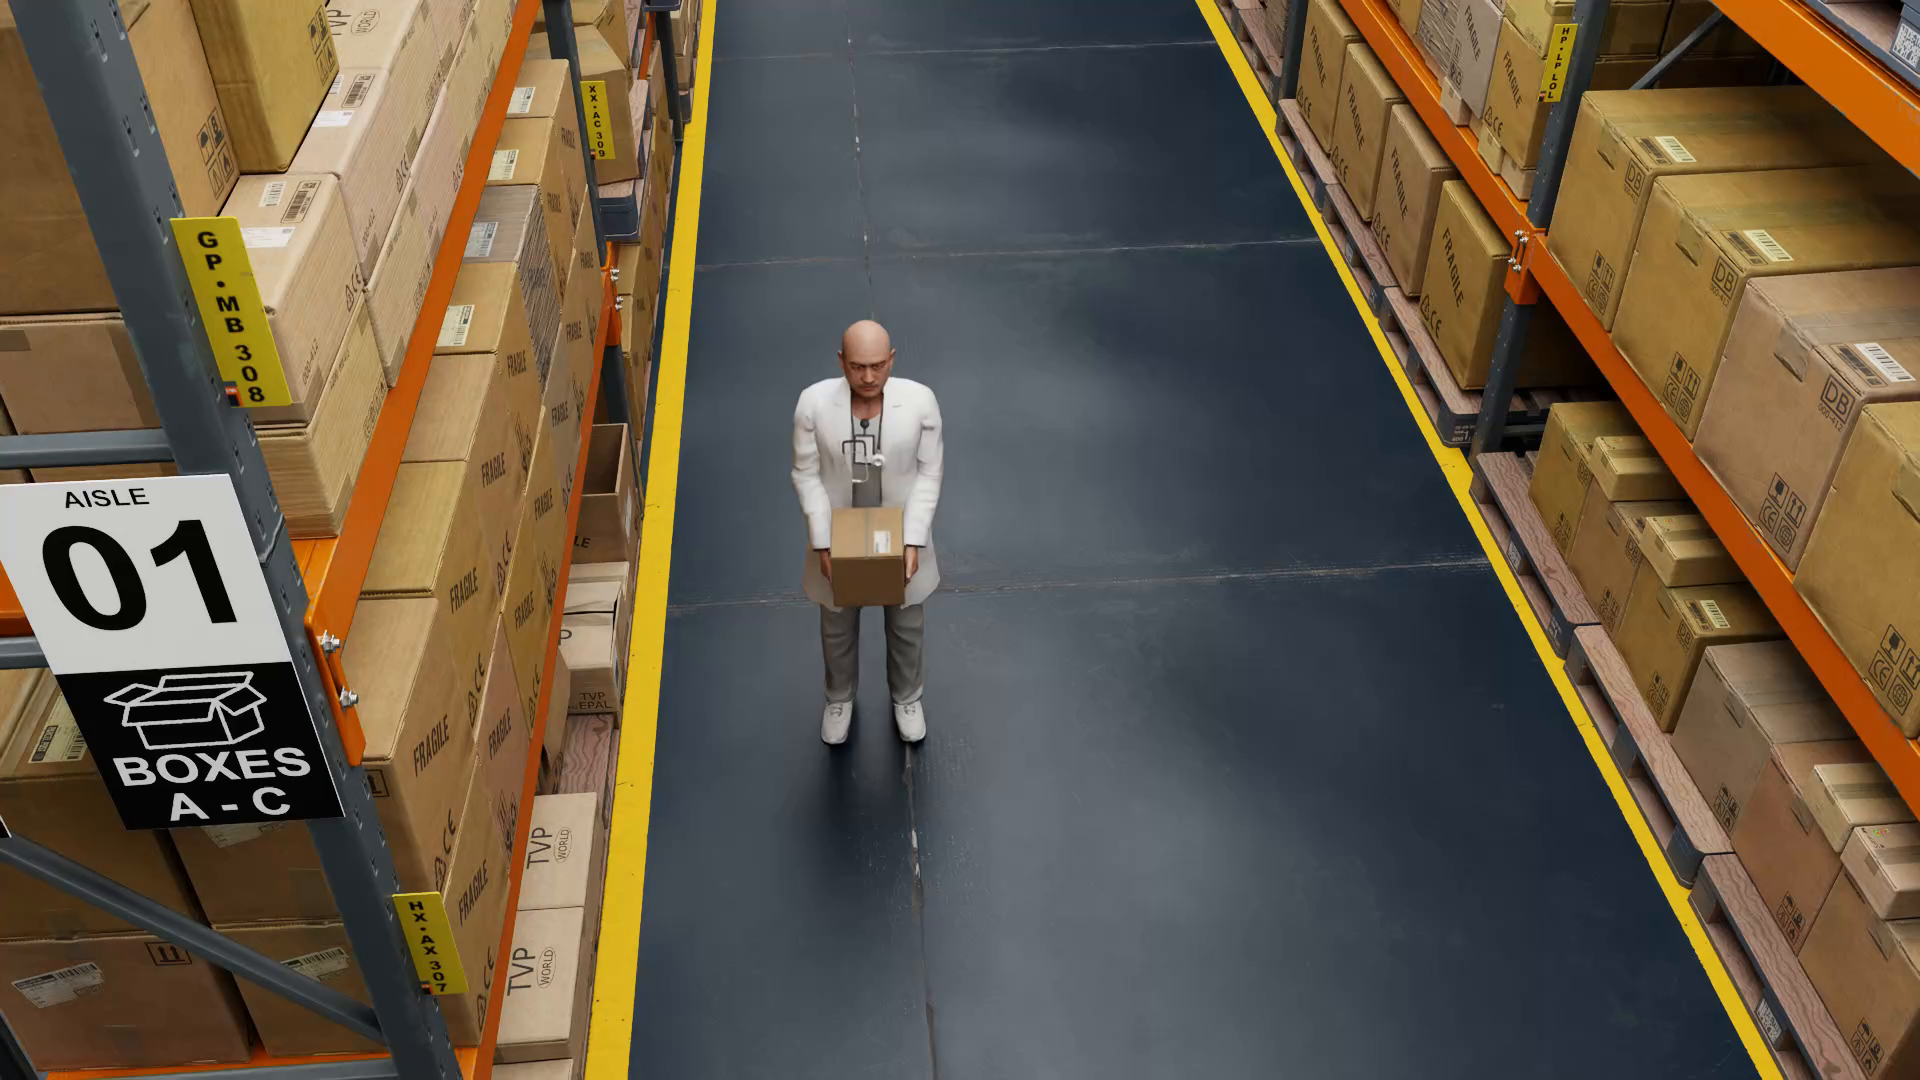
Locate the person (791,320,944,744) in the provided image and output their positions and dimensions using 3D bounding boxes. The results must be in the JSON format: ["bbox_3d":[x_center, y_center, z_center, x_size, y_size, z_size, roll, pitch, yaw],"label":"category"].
[{"bbox_3d":[-0.330,0.046,6.103,0.554,1.781,0.527,-1,39,-2],"label":"person"}]
